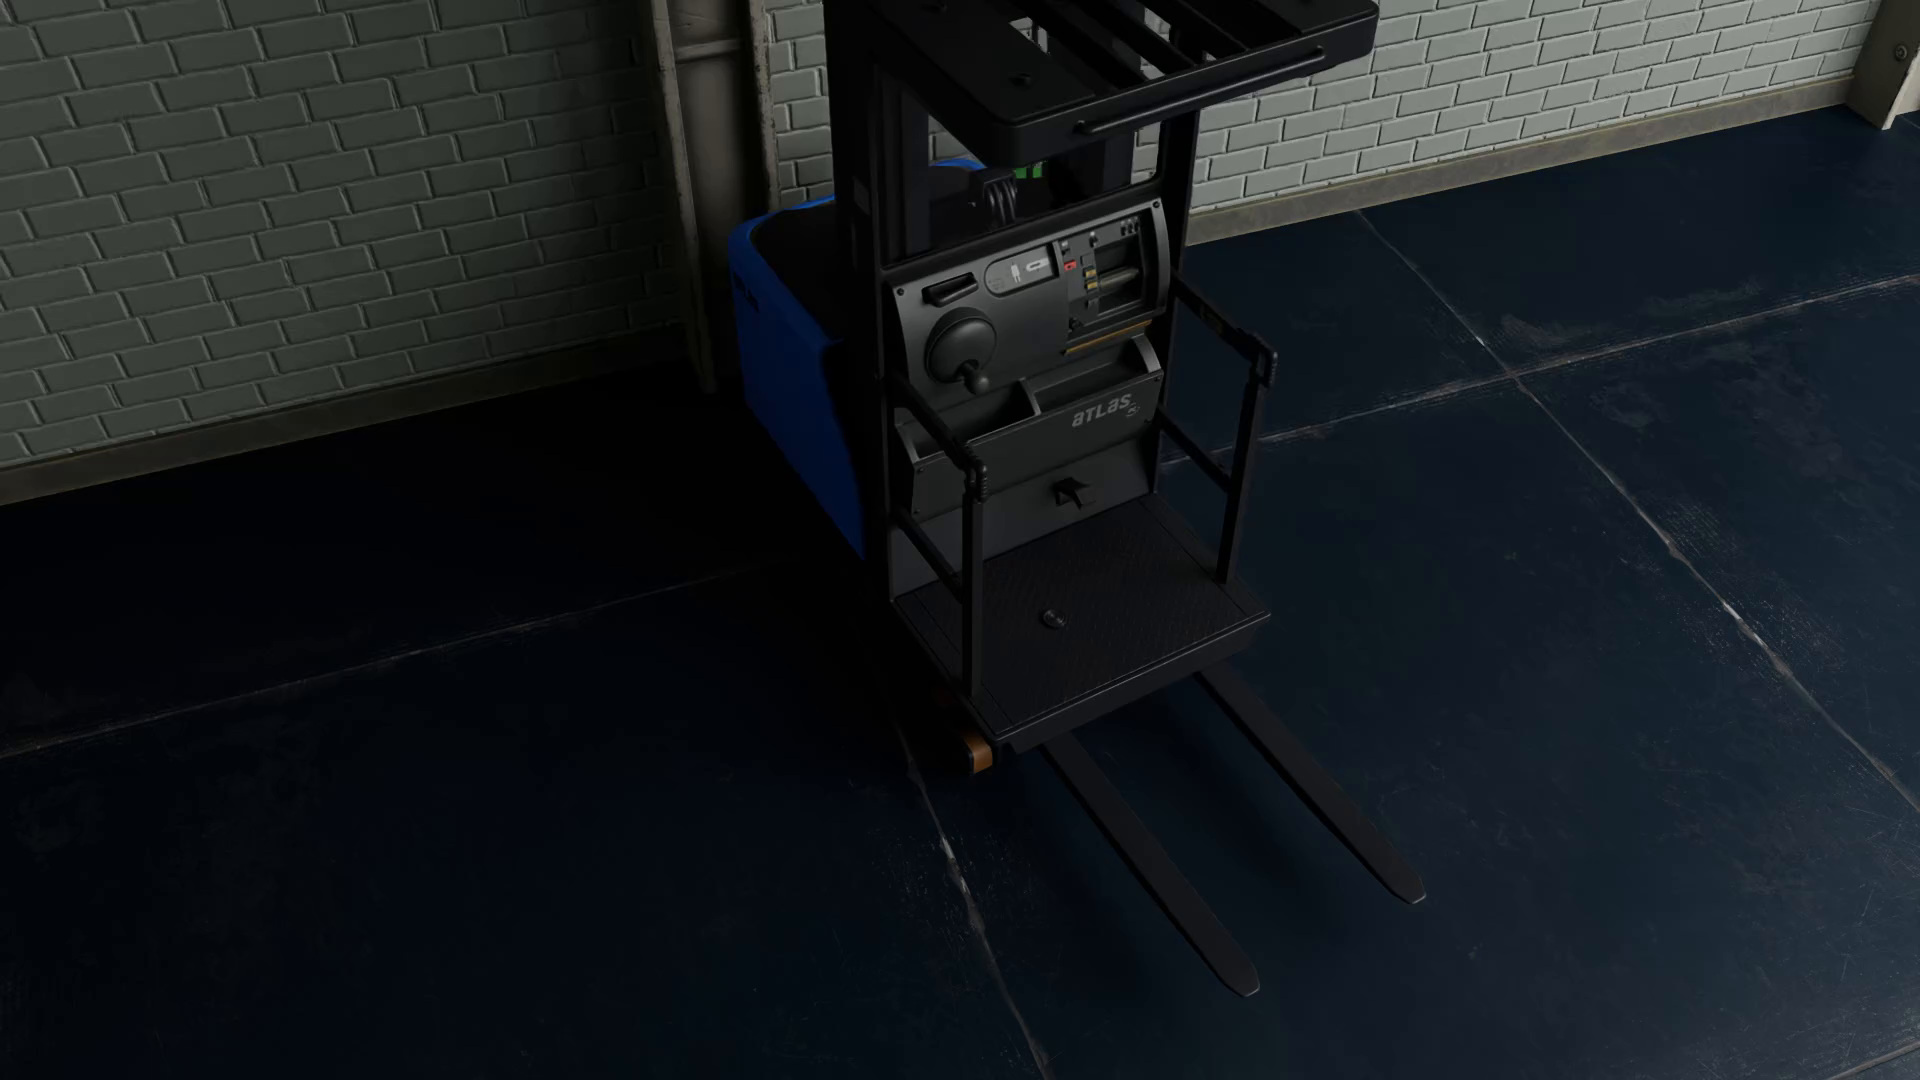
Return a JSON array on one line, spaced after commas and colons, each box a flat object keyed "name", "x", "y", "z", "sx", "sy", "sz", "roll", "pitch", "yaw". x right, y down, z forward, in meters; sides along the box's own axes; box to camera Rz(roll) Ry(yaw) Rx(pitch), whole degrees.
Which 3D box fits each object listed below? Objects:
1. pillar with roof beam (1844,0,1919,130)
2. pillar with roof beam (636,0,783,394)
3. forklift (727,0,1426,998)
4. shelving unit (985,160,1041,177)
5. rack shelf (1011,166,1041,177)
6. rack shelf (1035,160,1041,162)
[{"name": "pillar with roof beam", "x": 6.188, "y": -2.503, "z": 2.391, "sx": 0.400, "sy": 9.000, "sz": 9.100, "roll": -14, "pitch": 47, "yaw": -14}, {"name": "pillar with roof beam", "x": 0.545, "y": -1.060, "z": 0.953, "sx": 0.400, "sy": 9.000, "sz": 9.100, "roll": -14, "pitch": 47, "yaw": -14}, {"name": "forklift", "x": 0.332, "y": -0.642, "z": 4.821, "sx": 1.130, "sy": 2.935, "sz": 3.031, "roll": -22, "pitch": 49, "yaw": -21}, {"name": "shelving unit", "x": 0.365, "y": -1.198, "z": 6.597, "sx": 0.503, "sy": 1.200, "sz": 0.258, "roll": 8, "pitch": 46, "yaw": 8}, {"name": "rack shelf", "x": 0.365, "y": -1.322, "z": 6.472, "sx": 0.480, "sy": 0.148, "sz": 0.258, "roll": 8, "pitch": 46, "yaw": 8}, {"name": "rack shelf", "x": 0.365, "y": -1.492, "z": 6.302, "sx": 0.480, "sy": 0.148, "sz": 0.258, "roll": 8, "pitch": 46, "yaw": 8}]
